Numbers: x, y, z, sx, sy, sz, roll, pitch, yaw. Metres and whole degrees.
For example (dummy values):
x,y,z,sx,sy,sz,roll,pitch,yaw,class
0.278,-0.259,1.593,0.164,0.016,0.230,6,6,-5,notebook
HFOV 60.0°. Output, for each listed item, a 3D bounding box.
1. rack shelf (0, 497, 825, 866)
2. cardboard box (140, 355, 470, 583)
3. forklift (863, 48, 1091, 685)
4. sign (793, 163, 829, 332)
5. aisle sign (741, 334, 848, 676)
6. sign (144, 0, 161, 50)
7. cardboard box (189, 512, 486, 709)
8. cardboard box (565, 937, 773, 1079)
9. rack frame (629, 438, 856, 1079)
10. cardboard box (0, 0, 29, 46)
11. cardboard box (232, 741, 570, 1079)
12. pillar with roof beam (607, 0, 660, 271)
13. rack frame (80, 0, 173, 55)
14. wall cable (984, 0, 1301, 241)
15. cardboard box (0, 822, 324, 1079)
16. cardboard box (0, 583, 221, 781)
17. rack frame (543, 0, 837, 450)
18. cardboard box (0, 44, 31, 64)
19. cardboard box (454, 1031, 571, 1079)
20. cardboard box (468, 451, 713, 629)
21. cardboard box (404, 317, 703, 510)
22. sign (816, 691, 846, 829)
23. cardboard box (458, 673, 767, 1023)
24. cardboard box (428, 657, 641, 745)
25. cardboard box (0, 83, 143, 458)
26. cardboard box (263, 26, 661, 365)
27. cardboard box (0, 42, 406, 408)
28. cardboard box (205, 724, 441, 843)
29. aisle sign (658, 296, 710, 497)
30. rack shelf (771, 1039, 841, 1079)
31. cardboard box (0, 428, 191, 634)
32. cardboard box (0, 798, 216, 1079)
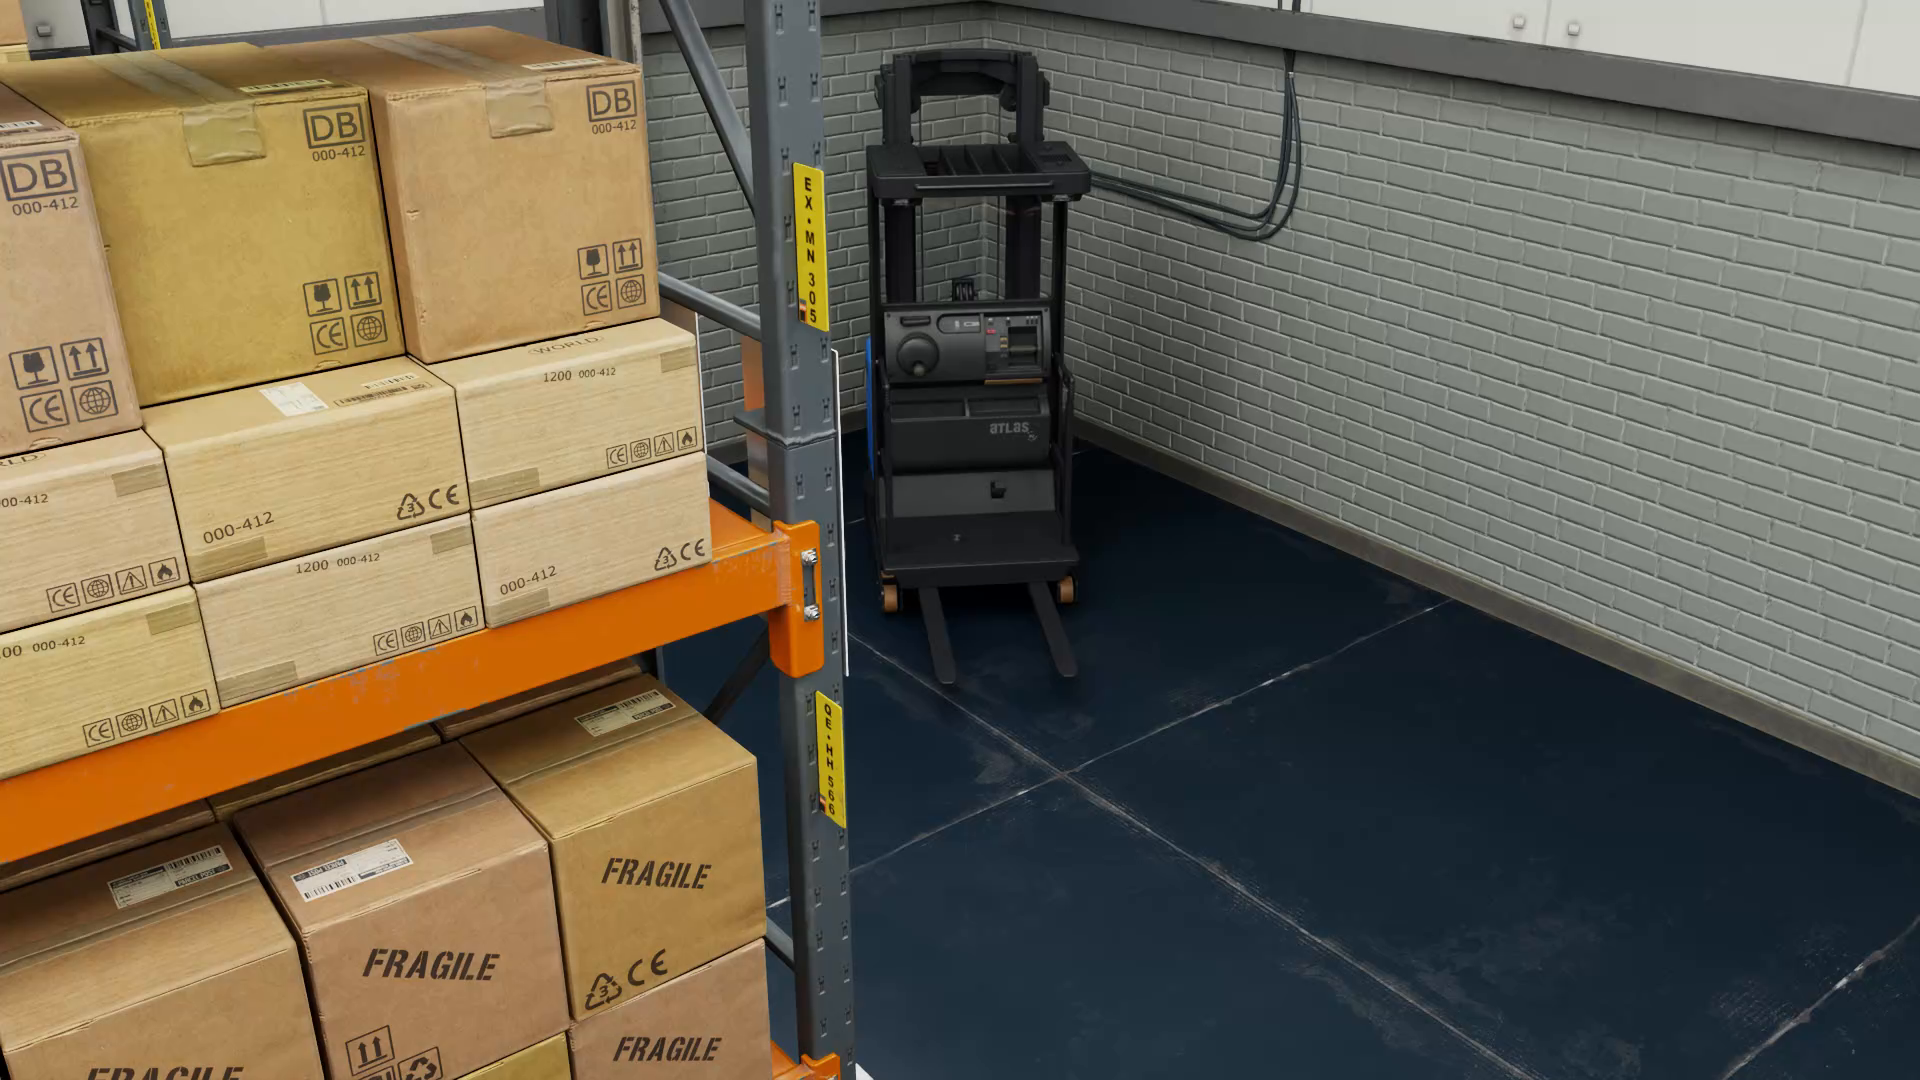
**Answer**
x,y,z,sx,sy,sz,roll,pitch,yaw,class
-2.199,0.474,2.958,4.000,0.370,1.077,-18,31,-34,rack shelf
-1.265,-0.183,3.102,0.500,0.250,0.500,-18,31,-34,cardboard box
0.071,-1.069,9.072,1.130,2.935,3.031,-3,25,-6,forklift
-0.298,-0.585,3.332,0.005,0.325,0.100,-18,31,-34,sign
-0.382,-0.107,3.829,0.004,0.787,0.394,-18,31,-34,aisle sign
-3.361,-2.195,6.895,0.005,0.325,0.100,-18,31,-34,sign
-1.267,0.043,3.209,0.500,0.250,0.500,-18,31,-34,cardboard box
-0.809,1.150,4.091,0.500,0.500,0.500,-17,30,-32,cardboard box
-0.625,0.988,4.557,0.127,3.000,1.000,-18,31,-34,rack frame
-4.092,-2.240,6.619,0.500,0.500,0.500,-18,31,-34,cardboard box
-1.202,0.828,3.597,0.500,0.500,0.500,-17,30,-33,cardboard box
0.563,-2.935,5.884,0.400,9.000,9.100,-18,31,-34,pillar with roof beam
-3.684,-3.373,6.828,0.127,3.000,1.000,-18,31,-34,rack frame
0.987,-3.315,10.392,0.112,2.526,3.097,-18,31,-34,wall cable
-1.607,0.964,3.303,0.500,0.500,0.500,-17,30,-33,cardboard box
-1.652,0.177,2.920,0.500,0.250,0.500,-18,31,-34,cardboard box
-0.625,-1.733,3.294,0.127,3.000,1.000,-18,31,-34,rack frame
-4.097,-1.902,6.782,0.500,0.250,0.500,-17,30,-33,cardboard box
-1.215,1.286,3.798,0.500,0.500,0.500,-18,30,-34,cardboard box
-0.866,-0.083,3.481,0.500,0.250,0.500,-18,31,-34,cardboard box
-0.872,-0.313,3.382,0.500,0.250,0.500,-18,31,-34,cardboard box
-0.298,0.509,3.839,0.005,0.325,0.100,-18,31,-34,sign
-0.805,0.696,3.880,0.500,0.500,0.500,-19,31,-34,cardboard box
-1.137,0.517,4.265,0.500,0.500,0.500,-17,30,-33,cardboard box
-1.792,-0.465,2.819,0.500,0.500,0.700,-18,31,-34,cardboard box
-1.019,-0.732,3.395,0.500,0.500,0.700,-18,31,-34,cardboard box
-1.465,-0.630,3.175,0.500,0.500,0.700,-18,31,-34,cardboard box
-1.543,0.656,3.967,0.500,0.500,0.500,-18,30,-34,cardboard box
-0.752,-0.306,4.258,0.004,0.787,0.394,-18,31,-34,aisle sign
-2.199,1.834,3.589,4.000,0.370,1.077,-18,31,-34,rack shelf
-1.661,-0.054,2.825,0.500,0.250,0.500,-18,31,-34,cardboard box
-1.940,0.784,3.691,0.500,0.500,0.500,-18,30,-33,cardboard box
